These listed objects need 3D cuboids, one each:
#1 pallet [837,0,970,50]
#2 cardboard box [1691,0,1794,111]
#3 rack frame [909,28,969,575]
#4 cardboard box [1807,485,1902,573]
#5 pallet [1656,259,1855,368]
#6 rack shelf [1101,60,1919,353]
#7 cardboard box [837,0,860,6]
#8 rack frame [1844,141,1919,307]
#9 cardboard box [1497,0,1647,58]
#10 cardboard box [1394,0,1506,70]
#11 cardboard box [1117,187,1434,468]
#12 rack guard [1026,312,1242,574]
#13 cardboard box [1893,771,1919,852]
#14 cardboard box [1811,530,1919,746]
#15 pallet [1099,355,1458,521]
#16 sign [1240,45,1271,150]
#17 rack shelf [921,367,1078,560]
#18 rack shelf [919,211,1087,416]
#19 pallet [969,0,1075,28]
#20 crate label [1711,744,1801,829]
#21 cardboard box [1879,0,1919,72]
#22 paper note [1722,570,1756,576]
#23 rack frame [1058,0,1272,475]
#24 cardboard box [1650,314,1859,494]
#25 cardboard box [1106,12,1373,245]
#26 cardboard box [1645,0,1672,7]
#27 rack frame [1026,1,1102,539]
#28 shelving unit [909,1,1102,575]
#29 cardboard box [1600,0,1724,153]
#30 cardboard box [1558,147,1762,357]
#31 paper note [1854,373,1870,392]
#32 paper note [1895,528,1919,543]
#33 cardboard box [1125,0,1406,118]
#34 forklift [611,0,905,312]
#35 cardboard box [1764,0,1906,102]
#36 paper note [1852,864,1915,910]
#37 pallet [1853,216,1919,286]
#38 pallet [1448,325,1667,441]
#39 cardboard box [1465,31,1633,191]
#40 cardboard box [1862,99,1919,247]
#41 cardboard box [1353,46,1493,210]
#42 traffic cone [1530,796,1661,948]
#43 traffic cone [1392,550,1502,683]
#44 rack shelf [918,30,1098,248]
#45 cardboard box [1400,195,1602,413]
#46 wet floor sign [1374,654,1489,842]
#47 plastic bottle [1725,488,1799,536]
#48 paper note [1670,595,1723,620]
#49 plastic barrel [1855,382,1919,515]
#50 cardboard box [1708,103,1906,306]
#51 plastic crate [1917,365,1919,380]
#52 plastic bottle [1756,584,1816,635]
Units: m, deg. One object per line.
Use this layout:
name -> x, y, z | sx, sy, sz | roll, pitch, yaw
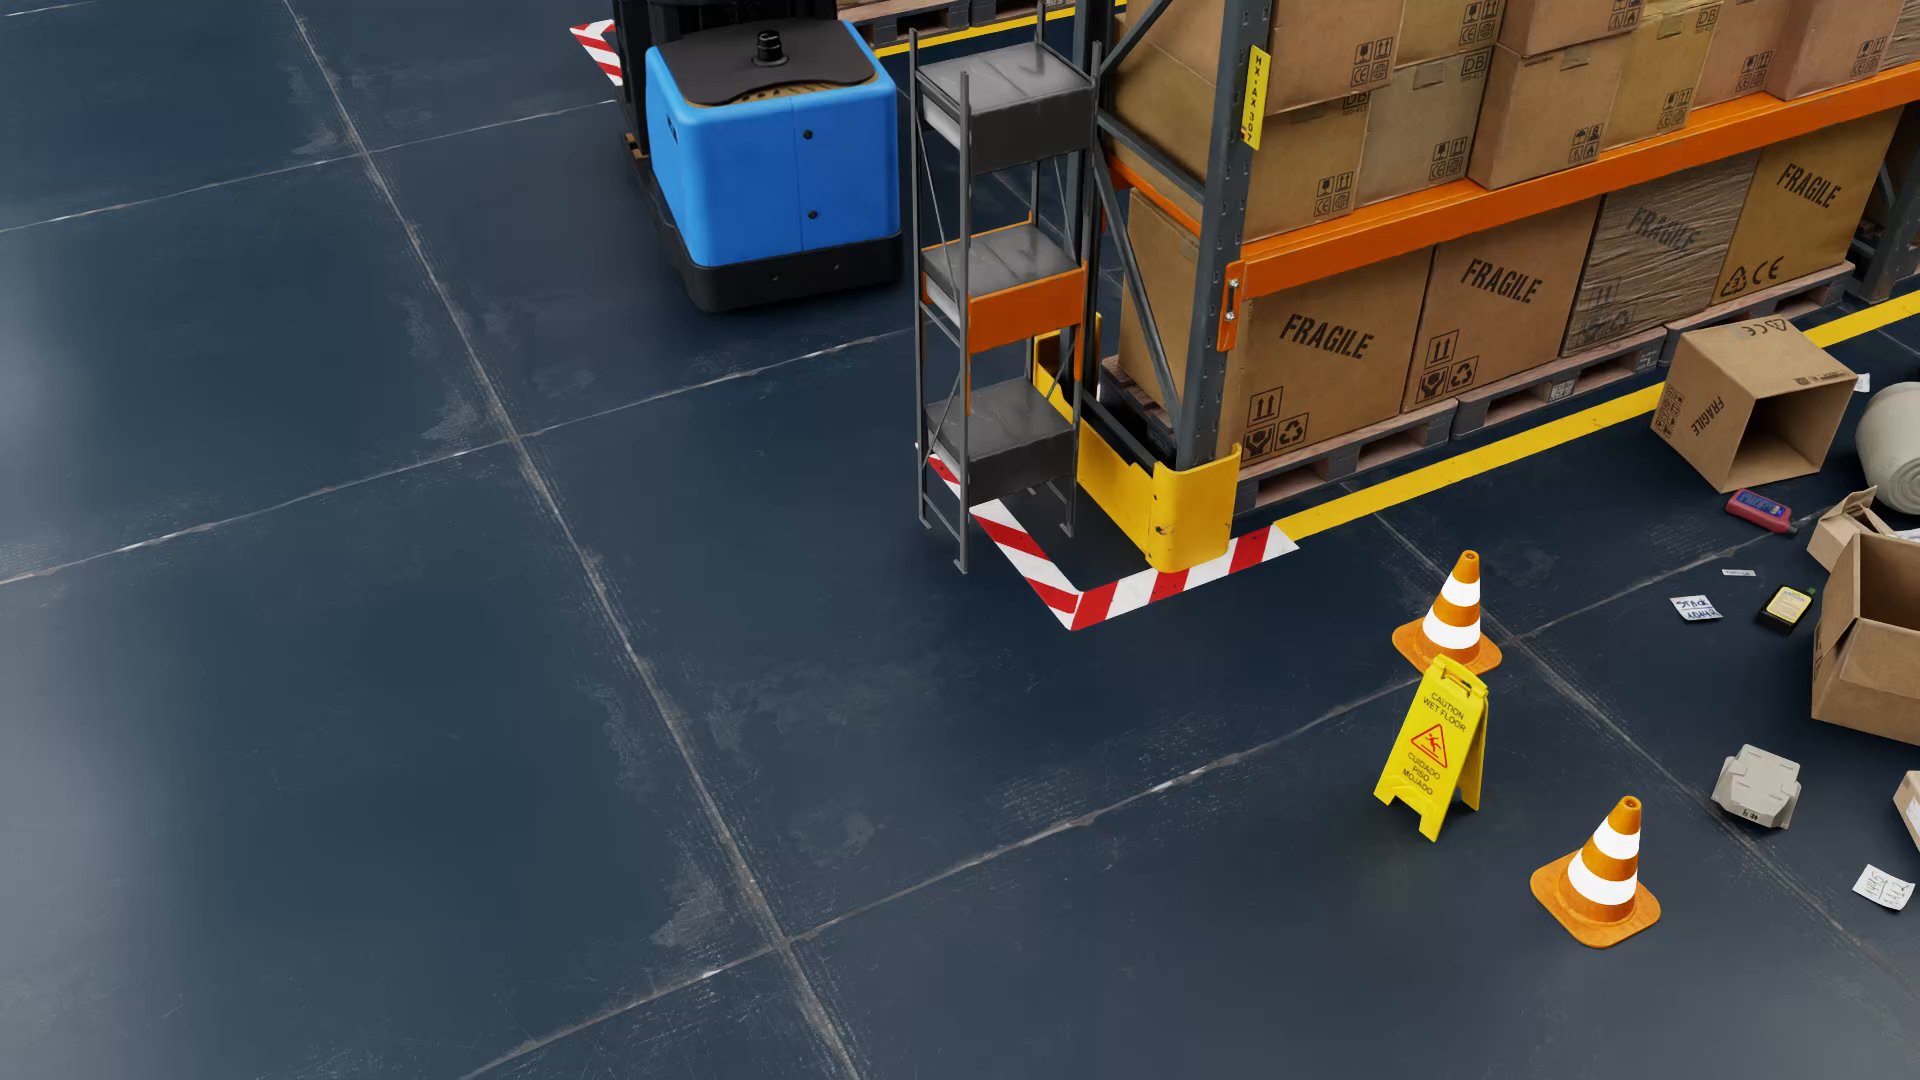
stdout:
pallet -> -0.692, -3.443, 10.654 | 1.213, 0.211, 1.003 | -19, 44, -21
cardboard box -> 2.920, -2.254, 6.975 | 0.550, 0.550, 0.875 | -19, 44, -21
rack frame -> -0.070, -0.778, 6.044 | 0.015, 2.100, 0.400 | -19, 44, -21
cardboard box -> 3.579, 0.028, 6.512 | 0.258, 0.266, 0.396 | -12, 42, -13
pallet -> 3.542, -1.338, 8.167 | 1.213, 0.211, 1.003 | -19, 44, -21
rack shelf -> 2.479, -1.713, 7.008 | 4.000, 0.370, 1.077 | -19, 44, -21
cardboard box -> -0.935, -3.646, 10.345 | 0.500, 0.500, 0.500 | -11, 41, -13
rack frame -> 4.253, -2.584, 7.481 | 0.127, 3.000, 1.000 | -19, 44, -21
cardboard box -> 2.057, -2.255, 6.140 | 0.550, 0.550, 0.875 | -19, 44, -21
cardboard box -> 1.497, -2.165, 6.034 | 0.550, 0.550, 0.875 | -19, 44, -21
cardboard box -> 1.276, -0.980, 6.905 | 0.875, 0.875, 0.875 | -18, 44, -20
rack guard -> 0.684, -0.429, 6.870 | 0.348, 0.500, 1.175 | -19, 44, -21
cardboard box -> 3.310, 0.956, 5.506 | 0.250, 0.149, 0.380 | 2, 40, 2
cardboard box -> 3.470, 0.394, 5.895 | 0.797, 0.503, 0.637 | 15, 42, 17
pallet -> 1.378, -0.609, 7.307 | 1.213, 0.211, 1.003 | -19, 44, -21
sign -> 0.956, -1.431, 5.388 | 0.005, 0.325, 0.100 | -19, 44, -21
rack shelf -> 0.147, -0.306, 6.591 | 0.480, 0.518, 0.431 | -19, 44, -21
rack shelf -> 0.147, -0.840, 6.139 | 0.480, 0.518, 0.431 | -19, 44, -21
pallet -> 0.388, -3.805, 11.081 | 1.213, 0.211, 1.003 | -19, 44, -21
crate label -> 2.721, 0.836, 5.656 | 0.250, 0.136, 0.298 | 22, 45, 24
cardboard box -> 3.931, -2.524, 7.294 | 0.550, 0.550, 0.875 | -19, 44, -21
paper note -> 3.086, 0.130, 6.589 | 0.123, 0.001, 0.032 | 2, 40, 2
rack frame -> 0.705, -1.390, 6.071 | 0.127, 3.000, 1.000 | -19, 44, -21
cardboard box -> 3.350, -0.580, 7.046 | 0.500, 0.500, 0.500 | -12, 42, -13
cardboard box -> 1.013, -1.584, 6.184 | 0.550, 0.550, 0.875 | -19, 44, -21
cardboard box -> 2.467, -2.487, 6.415 | 0.500, 0.550, 0.875 | -19, 44, -21
rack frame -> 0.363, -0.924, 6.216 | 0.015, 2.100, 0.400 | -19, 44, -21
shelving unit -> 0.147, -0.851, 6.130 | 0.503, 2.100, 0.431 | -19, 44, -21
cardboard box -> 2.497, -2.038, 6.720 | 0.500, 0.550, 0.875 | -19, 44, -21
cardboard box -> 2.865, -1.515, 7.537 | 0.875, 0.875, 0.875 | -18, 44, -20
paper note -> 4.075, -0.732, 7.590 | 0.147, 0.020, 0.142 | 15, 42, 17
paper note -> 3.894, 0.006, 6.725 | 0.155, 0.023, 0.172 | -5, 40, -6
cardboard box -> 1.052, -1.948, 5.778 | 0.550, 0.550, 0.875 | -19, 44, -21
forklift -> -1.238, -3.166, 8.221 | 1.130, 2.935, 3.031 | -13, 42, -15
cardboard box -> 3.454, -2.347, 7.085 | 0.550, 0.550, 0.875 | -19, 44, -21
paper note -> 3.000, 1.126, 5.396 | 0.148, 0.019, 0.142 | 31, 49, 31
pallet -> 4.902, -1.793, 8.705 | 1.213, 0.211, 1.003 | -19, 44, -21
pallet -> 2.459, -0.971, 7.734 | 1.213, 0.211, 1.003 | -19, 44, -21
cardboard box -> 2.046, -1.856, 6.505 | 0.550, 0.550, 0.875 | -19, 44, -21
cardboard box -> 4.762, -2.123, 8.352 | 0.750, 0.750, 1.050 | -19, 44, -21
cardboard box -> 1.491, -1.761, 6.393 | 0.550, 0.550, 0.875 | -19, 44, -21
traffic cone -> 2.052, 0.982, 5.232 | 0.334, 0.463, 0.336 | -19, 44, -21
traffic cone -> 1.832, 0.233, 6.116 | 0.334, 0.463, 0.336 | -19, 44, -21
rack shelf -> 0.147, -1.375, 5.687 | 0.480, 0.518, 0.431 | -19, 44, -21
cardboard box -> 2.055, -1.244, 7.217 | 0.875, 0.875, 0.875 | -19, 44, -21
wet floor sign -> 1.594, 0.652, 5.481 | 0.232, 0.644, 0.267 | -26, 47, -28
plastic bottle -> 3.313, -0.110, 6.832 | 0.283, 0.061, 0.133 | 31, 49, 31
paper note -> 2.843, 0.261, 6.419 | 0.142, 0.017, 0.144 | -5, 40, -6
plastic barrel -> 3.955, -0.383, 6.875 | 0.421, 0.421, 0.512 | 8, 41, 10
cardboard box -> 3.663, -1.786, 7.858 | 0.875, 0.875, 0.875 | -18, 43, -20
plastic crate -> 4.704, -0.730, 7.423 | 0.662, 0.188, 0.450 | 2, 30, 2
plastic bottle -> 3.192, 0.251, 6.407 | 0.133, 0.061, 0.283 | 31, 49, 31
